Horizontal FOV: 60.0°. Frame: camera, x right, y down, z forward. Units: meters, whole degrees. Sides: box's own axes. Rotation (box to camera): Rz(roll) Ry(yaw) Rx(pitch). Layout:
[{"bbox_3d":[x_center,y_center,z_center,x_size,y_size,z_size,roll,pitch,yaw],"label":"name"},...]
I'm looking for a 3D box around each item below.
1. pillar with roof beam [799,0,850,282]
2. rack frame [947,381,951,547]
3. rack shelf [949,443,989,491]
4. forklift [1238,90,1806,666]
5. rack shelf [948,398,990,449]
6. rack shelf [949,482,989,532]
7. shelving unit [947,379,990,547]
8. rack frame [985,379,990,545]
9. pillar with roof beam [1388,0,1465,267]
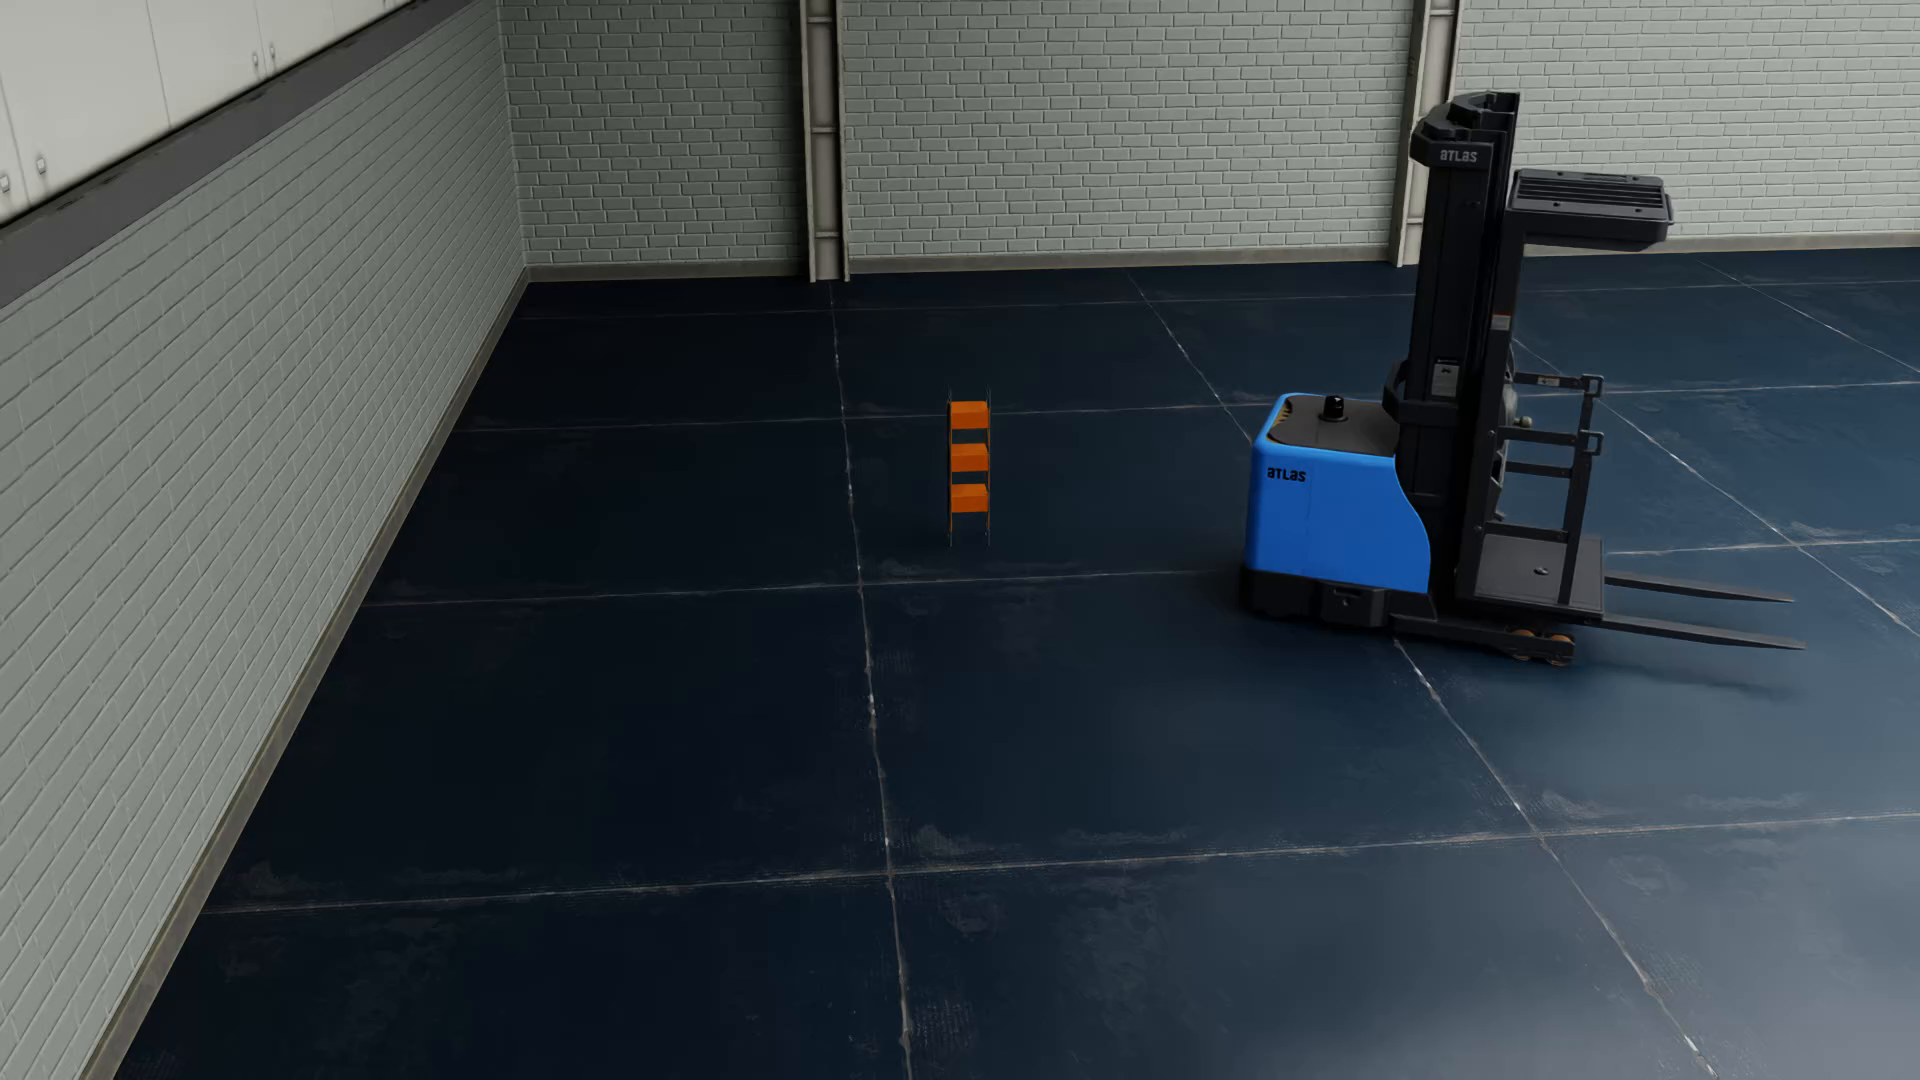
[{"bbox_3d":[-0.888,-5.003,10.926,0.400,9.000,9.100,-2,24,-5],"label":"pillar with roof beam"},{"bbox_3d":[-0.068,-0.477,10.531,0.008,1.050,0.200,-2,24,-5],"label":"rack frame"},{"bbox_3d":[0.053,-0.472,10.546,0.240,0.259,0.215,-2,24,-5],"label":"rack shelf"},{"bbox_3d":[3.210,-0.888,9.140,3.031,2.935,1.130,8,25,18],"label":"forklift"},{"bbox_3d":[0.053,-0.732,10.431,0.240,0.259,0.215,-2,24,-5],"label":"rack shelf"},{"bbox_3d":[0.053,-0.218,10.659,0.240,0.259,0.215,-2,24,-5],"label":"rack shelf"},{"bbox_3d":[0.053,-0.482,10.542,0.252,1.050,0.215,-2,24,-5],"label":"shelving unit"},{"bbox_3d":[0.175,-0.487,10.552,0.008,1.050,0.200,-2,24,-5],"label":"rack frame"},{"bbox_3d":[5.083,-5.242,11.464,0.400,9.000,9.100,-2,24,-5],"label":"pillar with roof beam"}]
